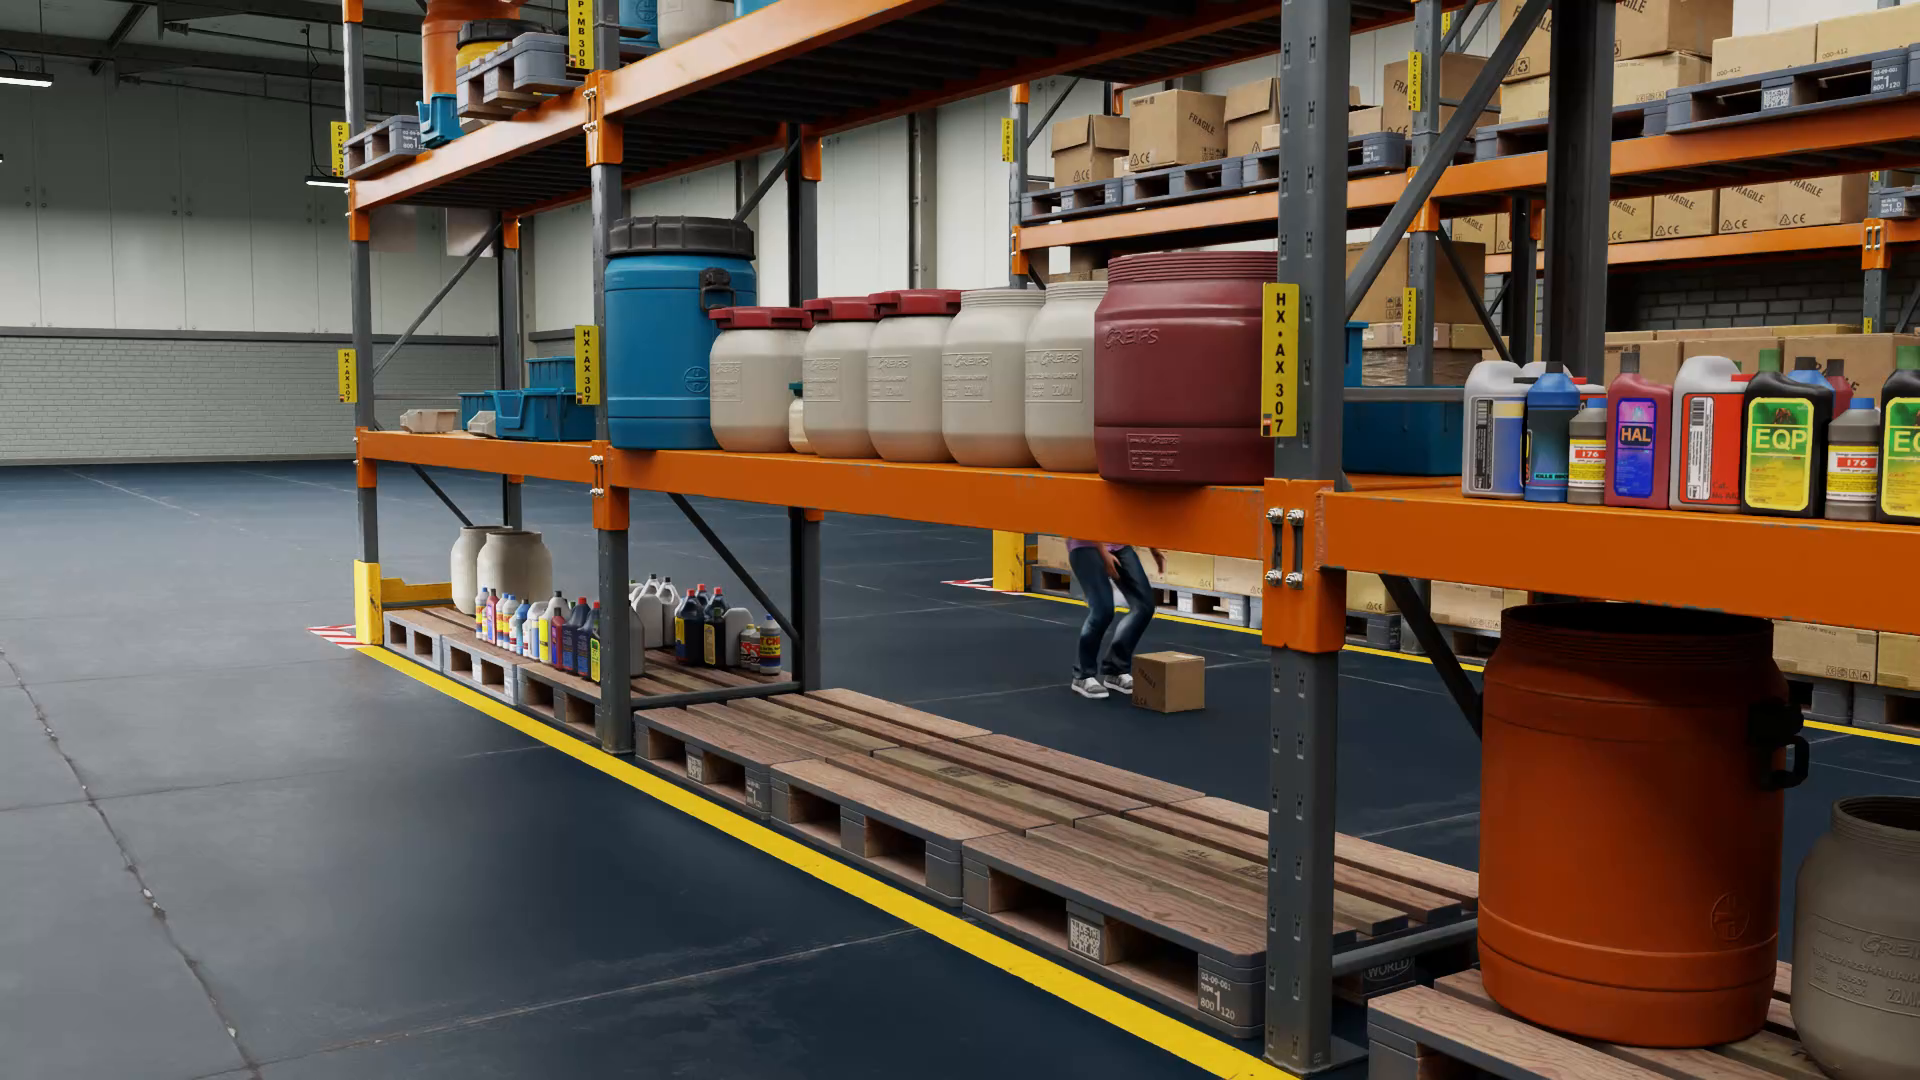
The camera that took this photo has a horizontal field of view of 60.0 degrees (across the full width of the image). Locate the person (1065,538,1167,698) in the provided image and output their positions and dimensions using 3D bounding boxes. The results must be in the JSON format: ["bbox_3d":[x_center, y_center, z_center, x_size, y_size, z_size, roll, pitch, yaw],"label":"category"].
[{"bbox_3d":[0.793,0.074,8.442,0.451,1.437,0.518,-3,6,-33],"label":"person"}]
